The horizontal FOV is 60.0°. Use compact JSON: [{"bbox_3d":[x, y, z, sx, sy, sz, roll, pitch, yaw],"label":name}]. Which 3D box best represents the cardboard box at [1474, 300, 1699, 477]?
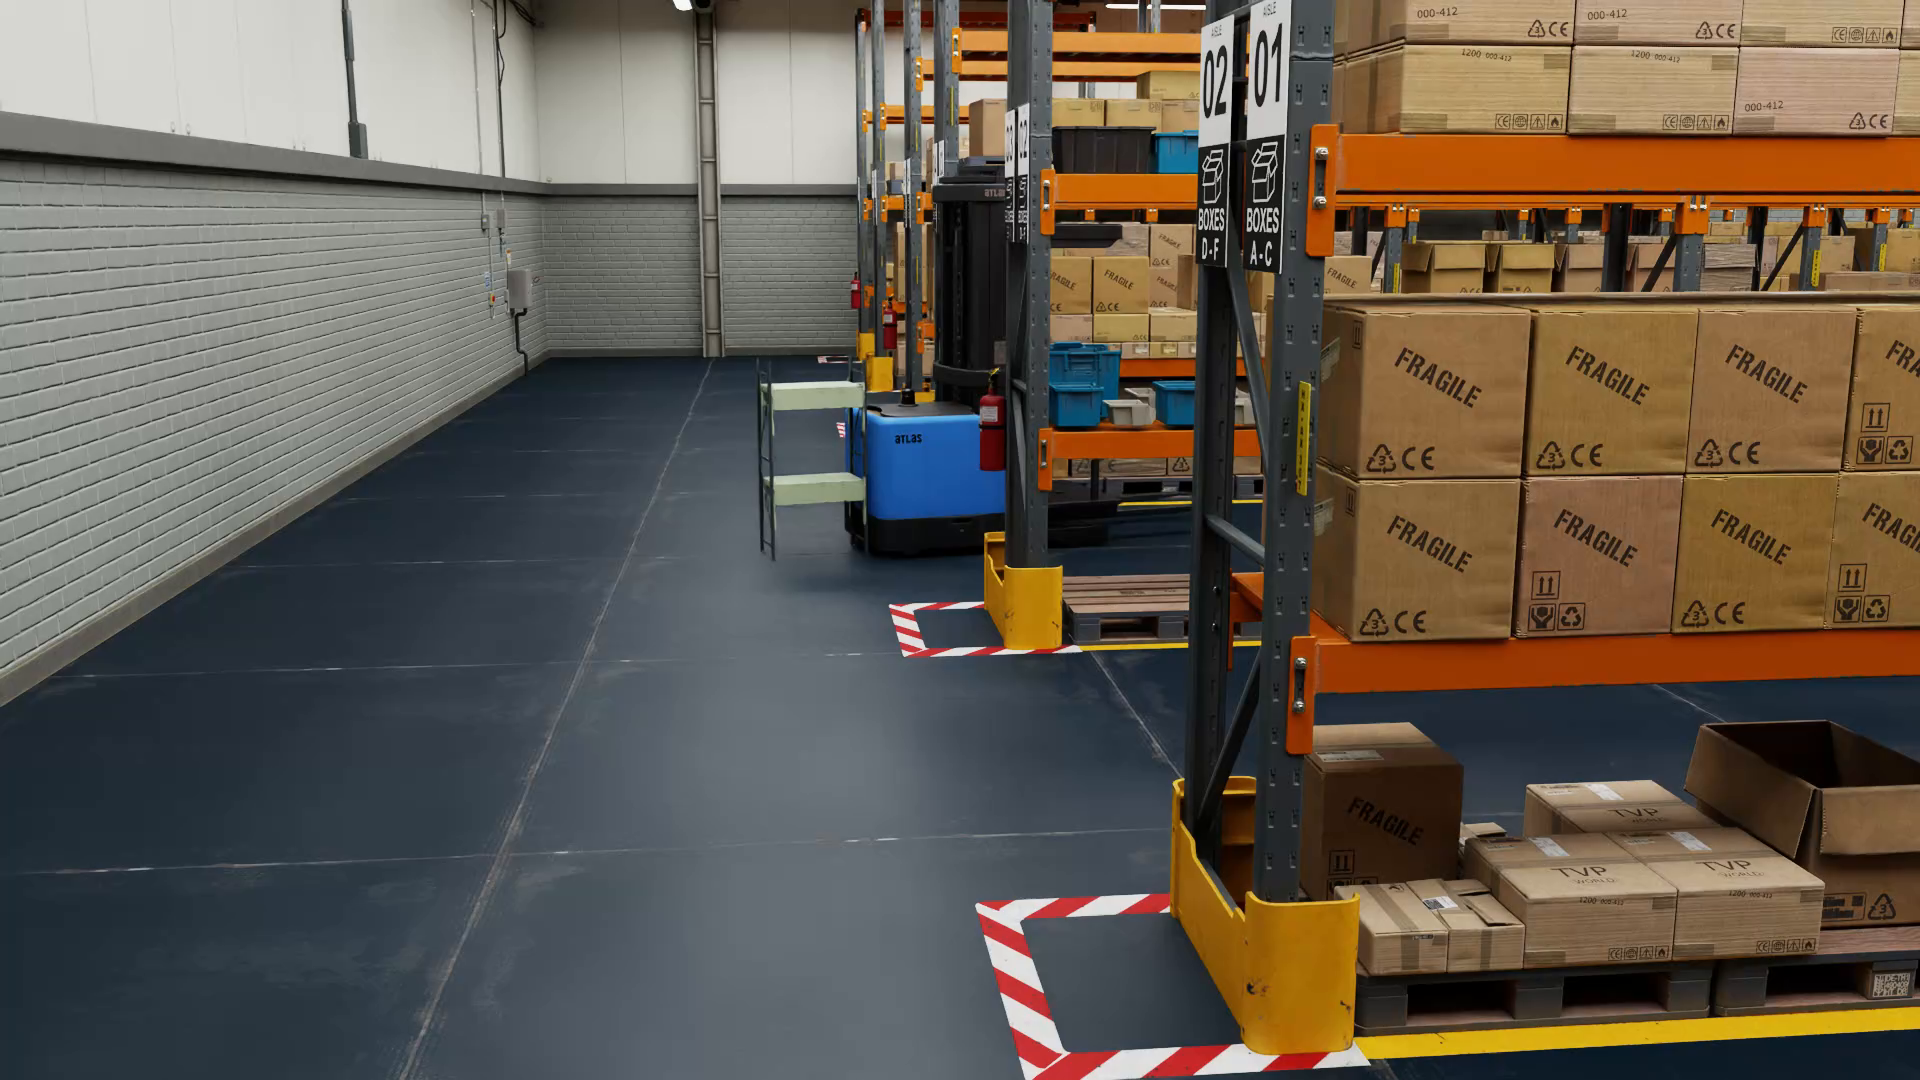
[{"bbox_3d":[1.931,-0.487,5.218,0.500,0.500,0.500,-1,11,-5],"label":"cardboard box"}]

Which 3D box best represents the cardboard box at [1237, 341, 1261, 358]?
[{"bbox_3d":[2.562,-1.746,15.122,0.250,0.149,0.380,-1,11,-5],"label":"cardboard box"}]

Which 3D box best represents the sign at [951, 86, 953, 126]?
[{"bbox_3d":[-0.070,-3.709,14.212,0.005,0.325,0.100,-1,11,-6],"label":"sign"}]

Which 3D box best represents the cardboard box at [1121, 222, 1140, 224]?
[{"bbox_3d":[2.511,-4.651,24.715,0.250,0.149,0.380,-1,11,-7],"label":"cardboard box"}]

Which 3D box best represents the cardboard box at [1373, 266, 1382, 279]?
[{"bbox_3d":[4.893,-3.230,20.040,0.250,0.149,0.380,-1,11,-7],"label":"cardboard box"}]

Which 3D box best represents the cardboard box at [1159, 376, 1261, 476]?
[{"bbox_3d":[2.293,-1.106,15.637,0.875,0.875,0.875,-1,11,-6],"label":"cardboard box"}]

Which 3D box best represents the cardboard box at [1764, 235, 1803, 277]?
[{"bbox_3d":[10.367,-3.597,21.035,0.500,0.500,0.700,-1,11,-7],"label":"cardboard box"}]

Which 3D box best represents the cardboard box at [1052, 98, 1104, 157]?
[{"bbox_3d":[0.960,-3.662,14.836,0.500,0.500,0.700,-2,11,-8],"label":"cardboard box"}]

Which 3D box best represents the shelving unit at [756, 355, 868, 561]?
[{"bbox_3d":[-1.128,-0.635,12.710,0.755,1.500,0.431,-4,12,-20],"label":"shelving unit"}]

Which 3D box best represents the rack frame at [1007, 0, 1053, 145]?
[{"bbox_3d":[0.411,-3.870,9.725,0.127,3.000,1.000,-1,11,-6],"label":"rack frame"}]

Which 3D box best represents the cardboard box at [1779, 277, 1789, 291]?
[{"bbox_3d":[10.379,-3.056,20.877,0.500,0.500,0.500,-1,11,-7],"label":"cardboard box"}]

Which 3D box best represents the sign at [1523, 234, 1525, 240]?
[{"bbox_3d":[10.264,-5.404,30.283,0.005,0.325,0.100,-1,11,-6],"label":"sign"}]

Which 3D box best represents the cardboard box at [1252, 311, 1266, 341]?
[{"bbox_3d":[2.928,-1.961,15.185,0.500,0.250,0.500,-1,11,-4],"label":"cardboard box"}]

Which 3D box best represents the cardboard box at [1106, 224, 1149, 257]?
[{"bbox_3d":[1.956,-3.517,19.860,0.500,0.500,0.500,-1,11,-5],"label":"cardboard box"}]

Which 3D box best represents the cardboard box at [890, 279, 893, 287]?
[{"bbox_3d":[-1.130,-4.574,29.508,0.250,0.149,0.380,-1,11,-5],"label":"cardboard box"}]

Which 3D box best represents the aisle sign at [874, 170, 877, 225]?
[{"bbox_3d":[-1.234,-4.995,24.261,0.004,0.787,0.394,-1,11,-6],"label":"aisle sign"}]

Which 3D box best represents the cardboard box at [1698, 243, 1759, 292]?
[{"bbox_3d":[7.101,-2.572,15.815,0.637,0.503,0.797,-1,11,-4],"label":"cardboard box"}]

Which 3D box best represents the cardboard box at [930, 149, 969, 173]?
[{"bbox_3d":[-0.085,-4.433,19.456,0.500,0.250,0.500,-1,11,-5],"label":"cardboard box"}]

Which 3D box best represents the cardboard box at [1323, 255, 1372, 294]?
[{"bbox_3d":[3.425,-2.339,15.163,0.500,0.500,0.500,-1,11,-4],"label":"cardboard box"}]

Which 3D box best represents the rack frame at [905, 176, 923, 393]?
[{"bbox_3d":[-0.559,-2.829,19.985,0.127,3.000,1.000,-1,11,-6],"label":"rack frame"}]

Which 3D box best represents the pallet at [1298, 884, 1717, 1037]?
[{"bbox_3d":[1.810,1.374,5.834,1.213,0.211,1.003,-1,11,-6],"label":"pallet"}]

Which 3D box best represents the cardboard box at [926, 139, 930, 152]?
[{"bbox_3d":[-0.260,-4.732,19.945,0.250,0.149,0.380,-1,11,-7],"label":"cardboard box"}]

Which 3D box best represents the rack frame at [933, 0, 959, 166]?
[{"bbox_3d":[-0.124,-4.820,14.557,0.127,3.000,1.000,-1,11,-6],"label":"rack frame"}]

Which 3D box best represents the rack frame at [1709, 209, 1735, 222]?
[{"bbox_3d":[14.173,-5.062,31.340,0.127,3.000,1.000,-1,11,-6],"label":"rack frame"}]

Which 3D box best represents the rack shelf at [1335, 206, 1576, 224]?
[{"bbox_3d":[5.406,-4.073,20.400,4.000,0.370,1.077,-1,11,-6],"label":"rack shelf"}]

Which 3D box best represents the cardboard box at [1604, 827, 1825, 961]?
[{"bbox_3d":[2.508,1.179,5.581,0.500,0.250,0.500,-1,11,-6],"label":"cardboard box"}]

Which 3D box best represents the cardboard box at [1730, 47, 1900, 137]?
[{"bbox_3d":[2.476,-1.355,5.098,0.500,0.250,0.500,-1,11,-6],"label":"cardboard box"}]

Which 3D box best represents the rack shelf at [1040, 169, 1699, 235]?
[{"bbox_3d":[2.399,-2.087,10.296,4.000,0.370,1.077,-1,11,-6],"label":"rack shelf"}]

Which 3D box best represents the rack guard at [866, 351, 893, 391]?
[{"bbox_3d":[-1.218,-2.550,25.041,0.348,0.500,1.175,-1,11,-6],"label":"rack guard"}]

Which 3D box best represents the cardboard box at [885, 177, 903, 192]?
[{"bbox_3d":[-1.263,-6.230,29.121,0.500,0.250,0.500,-1,11,-7],"label":"cardboard box"}]

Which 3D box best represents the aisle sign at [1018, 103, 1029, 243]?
[{"bbox_3d":[0.371,-2.143,9.756,0.004,0.787,0.394,-1,11,-6],"label":"aisle sign"}]

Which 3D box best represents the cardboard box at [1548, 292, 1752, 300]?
[{"bbox_3d":[2.372,-0.600,5.795,0.500,0.500,0.500,-1,11,-5],"label":"cardboard box"}]

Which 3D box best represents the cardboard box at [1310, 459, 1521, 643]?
[{"bbox_3d":[1.412,0.016,5.252,0.500,0.500,0.500,-1,11,-5],"label":"cardboard box"}]

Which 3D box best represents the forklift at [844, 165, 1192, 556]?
[{"bbox_3d":[0.642,-1.472,13.259,3.031,2.935,1.130,-4,12,-20],"label":"forklift"}]

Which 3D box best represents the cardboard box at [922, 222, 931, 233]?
[{"bbox_3d":[-0.558,-4.608,24.499,0.250,0.149,0.380,-1,11,-5],"label":"cardboard box"}]

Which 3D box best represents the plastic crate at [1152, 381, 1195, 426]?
[{"bbox_3d":[1.346,-0.829,10.089,0.300,0.233,0.416,-1,11,-6],"label":"plastic crate"}]

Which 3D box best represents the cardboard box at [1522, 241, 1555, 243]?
[{"bbox_3d":[8.774,-4.343,25.564,0.500,0.500,0.500,-2,11,-8],"label":"cardboard box"}]

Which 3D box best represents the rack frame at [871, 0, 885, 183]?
[{"bbox_3d":[-1.194,-6.720,24.224,0.127,3.000,1.000,-1,11,-6],"label":"rack frame"}]

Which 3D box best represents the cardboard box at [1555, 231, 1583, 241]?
[{"bbox_3d":[9.347,-4.666,25.526,0.250,0.149,0.380,-2,11,-9],"label":"cardboard box"}]

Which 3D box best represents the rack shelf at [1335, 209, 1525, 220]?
[{"bbox_3d":[8.208,-6.056,30.484,4.000,0.370,1.077,-1,11,-6],"label":"rack shelf"}]

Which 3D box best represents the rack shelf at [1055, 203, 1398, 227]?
[{"bbox_3d":[1.864,-3.037,15.128,4.000,0.370,1.077,-1,11,-6],"label":"rack shelf"}]

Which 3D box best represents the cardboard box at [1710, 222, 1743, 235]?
[{"bbox_3d":[11.707,-4.686,25.807,0.500,0.500,0.700,-1,11,-6],"label":"cardboard box"}]

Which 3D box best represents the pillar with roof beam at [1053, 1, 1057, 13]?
[{"bbox_3d":[1.918,-7.088,26.095,0.548,9.000,9.100,-1,11,-6],"label":"pillar with roof beam"}]

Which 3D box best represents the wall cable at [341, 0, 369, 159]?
[{"bbox_3d":[-6.118,-6.942,17.010,0.120,5.999,2.277,-1,11,-6],"label":"wall cable"}]

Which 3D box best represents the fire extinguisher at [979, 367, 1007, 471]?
[{"bbox_3d":[0.212,-0.789,10.775,0.183,0.674,0.296,-1,11,-6],"label":"fire extinguisher"}]

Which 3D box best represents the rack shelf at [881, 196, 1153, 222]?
[{"bbox_3d":[0.794,-4.937,24.795,4.000,0.370,1.077,-1,11,-6],"label":"rack shelf"}]

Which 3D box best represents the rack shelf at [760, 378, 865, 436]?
[{"bbox_3d":[-1.128,-1.018,12.635,0.720,0.370,0.431,-4,12,-20],"label":"rack shelf"}]

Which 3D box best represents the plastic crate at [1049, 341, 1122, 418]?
[{"bbox_3d":[0.724,-1.016,10.513,0.499,0.435,0.616,-1,11,-6],"label":"plastic crate"}]

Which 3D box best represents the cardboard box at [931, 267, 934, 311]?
[{"bbox_3d":[-0.083,-2.981,19.724,0.500,0.500,0.500,-1,11,-3],"label":"cardboard box"}]

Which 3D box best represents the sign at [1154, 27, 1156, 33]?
[{"bbox_3d":[2.818,-7.233,23.998,0.005,0.325,0.100,-1,11,-6],"label":"sign"}]

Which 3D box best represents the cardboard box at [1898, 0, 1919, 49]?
[{"bbox_3d":[2.973,-1.611,5.104,0.500,0.250,0.500,-1,11,-6],"label":"cardboard box"}]
